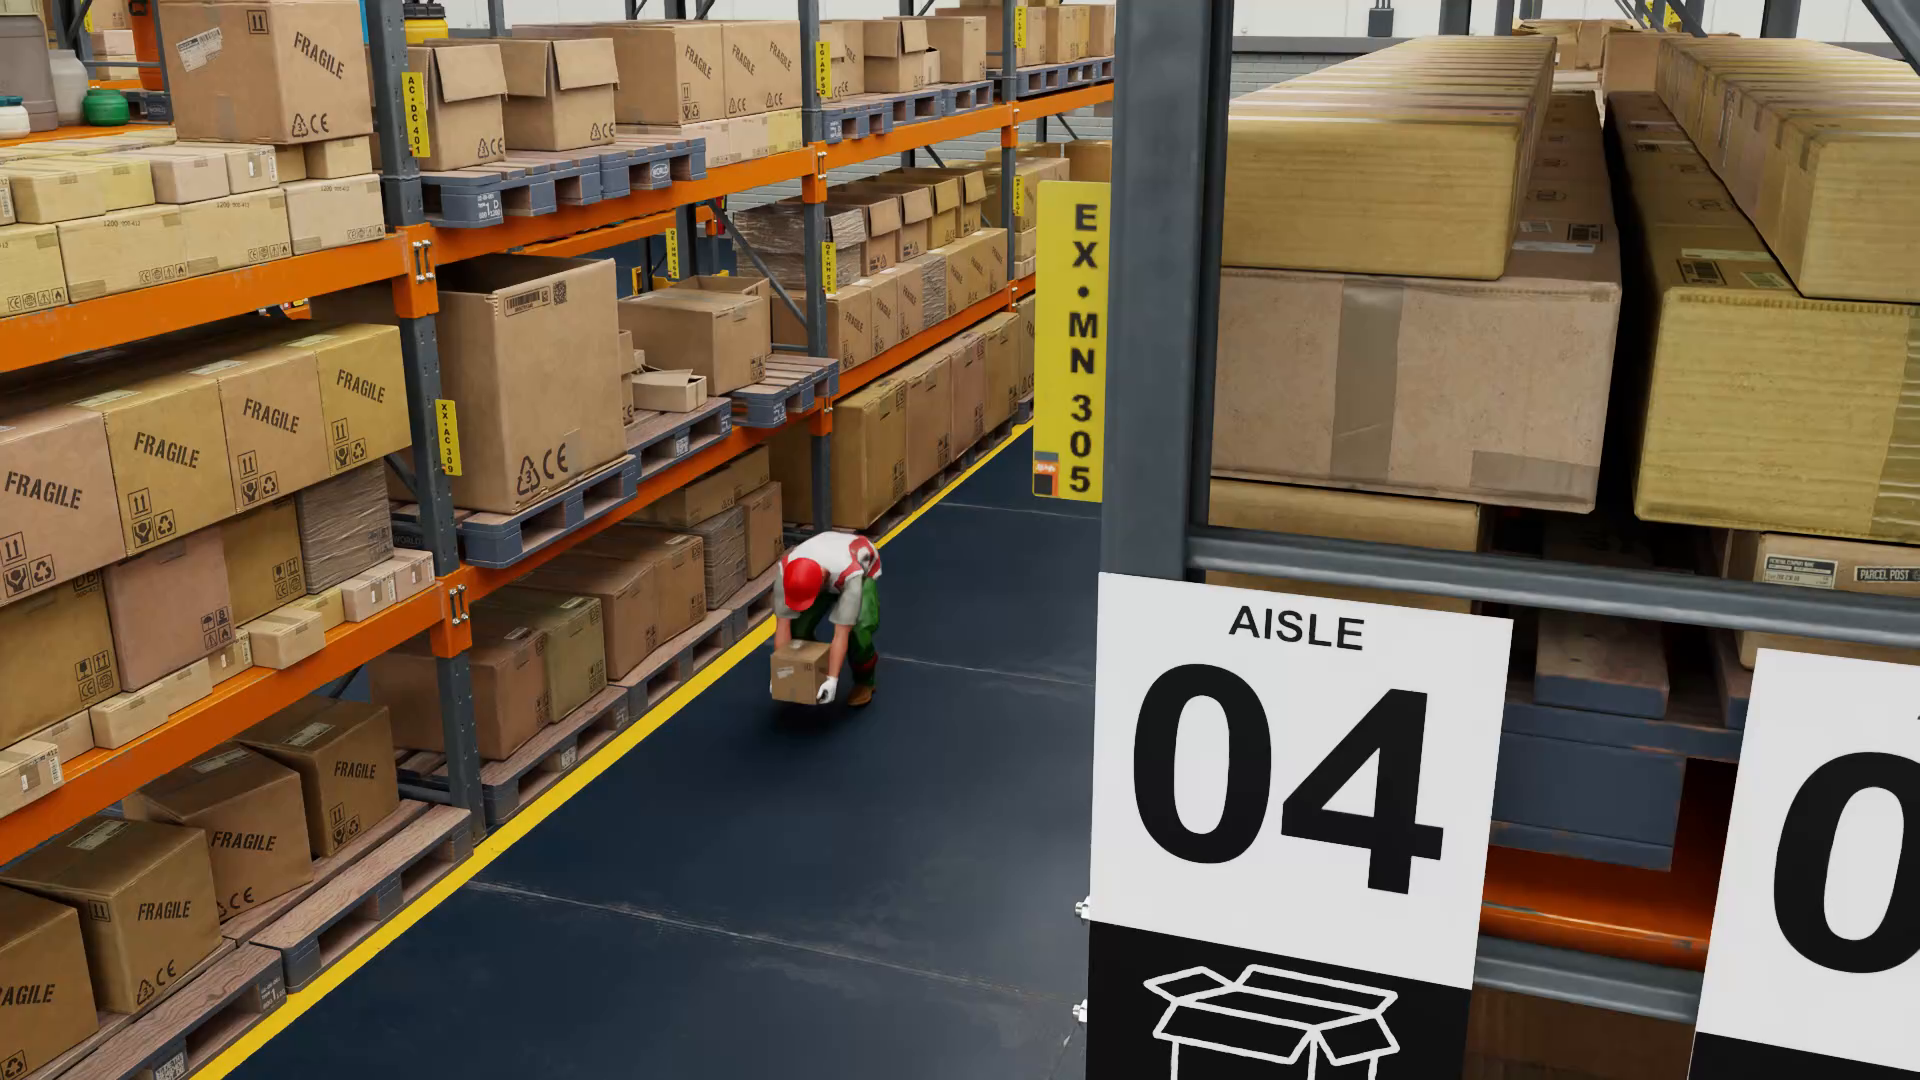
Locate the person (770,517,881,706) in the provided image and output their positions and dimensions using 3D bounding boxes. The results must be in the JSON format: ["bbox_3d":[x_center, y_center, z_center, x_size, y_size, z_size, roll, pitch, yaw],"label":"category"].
[{"bbox_3d":[-0.720,0.421,8.918,0.530,1.053,0.958,5,19,16],"label":"person"}]
